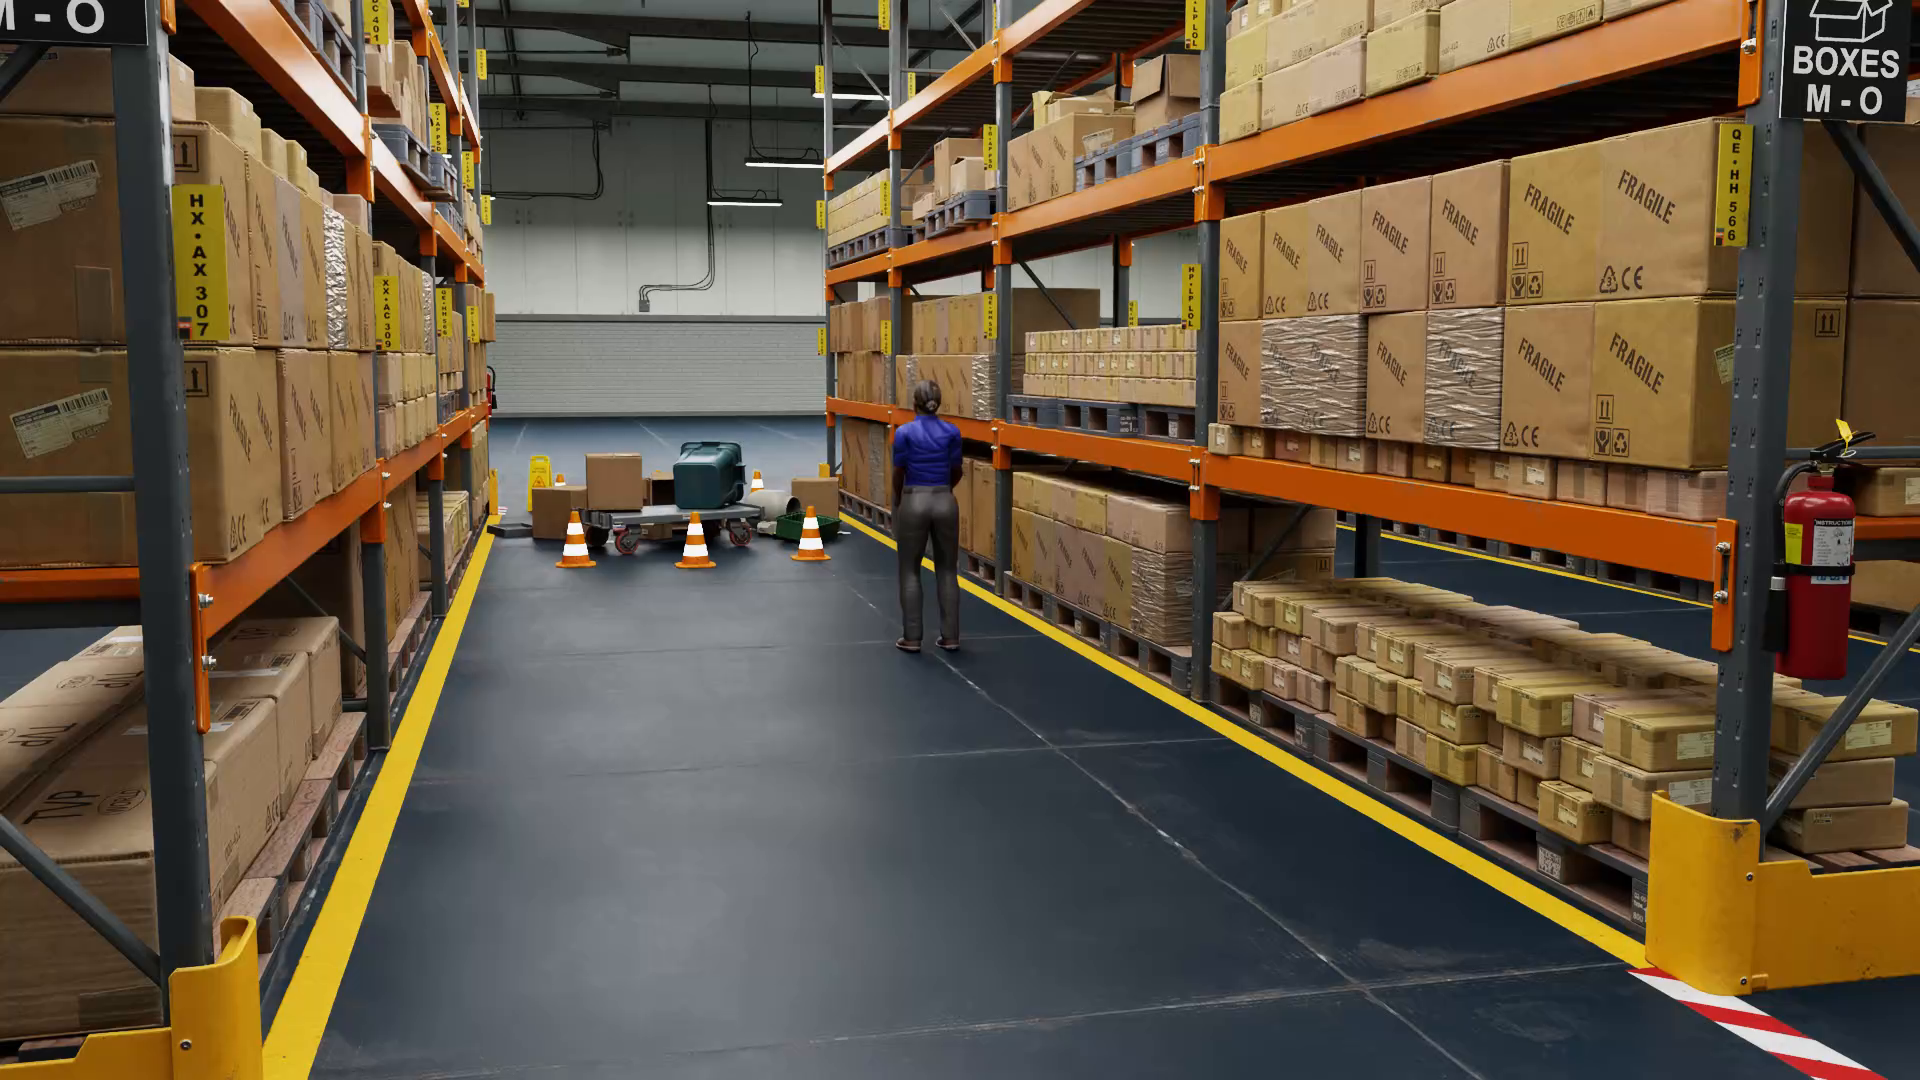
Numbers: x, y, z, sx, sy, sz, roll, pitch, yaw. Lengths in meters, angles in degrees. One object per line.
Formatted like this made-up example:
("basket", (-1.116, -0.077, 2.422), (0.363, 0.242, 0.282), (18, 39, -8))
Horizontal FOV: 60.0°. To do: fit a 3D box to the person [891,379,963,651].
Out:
("person", (-0.209, -0.156, 10.184), (0.451, 1.651, 0.515), (-1, 6, -13))
